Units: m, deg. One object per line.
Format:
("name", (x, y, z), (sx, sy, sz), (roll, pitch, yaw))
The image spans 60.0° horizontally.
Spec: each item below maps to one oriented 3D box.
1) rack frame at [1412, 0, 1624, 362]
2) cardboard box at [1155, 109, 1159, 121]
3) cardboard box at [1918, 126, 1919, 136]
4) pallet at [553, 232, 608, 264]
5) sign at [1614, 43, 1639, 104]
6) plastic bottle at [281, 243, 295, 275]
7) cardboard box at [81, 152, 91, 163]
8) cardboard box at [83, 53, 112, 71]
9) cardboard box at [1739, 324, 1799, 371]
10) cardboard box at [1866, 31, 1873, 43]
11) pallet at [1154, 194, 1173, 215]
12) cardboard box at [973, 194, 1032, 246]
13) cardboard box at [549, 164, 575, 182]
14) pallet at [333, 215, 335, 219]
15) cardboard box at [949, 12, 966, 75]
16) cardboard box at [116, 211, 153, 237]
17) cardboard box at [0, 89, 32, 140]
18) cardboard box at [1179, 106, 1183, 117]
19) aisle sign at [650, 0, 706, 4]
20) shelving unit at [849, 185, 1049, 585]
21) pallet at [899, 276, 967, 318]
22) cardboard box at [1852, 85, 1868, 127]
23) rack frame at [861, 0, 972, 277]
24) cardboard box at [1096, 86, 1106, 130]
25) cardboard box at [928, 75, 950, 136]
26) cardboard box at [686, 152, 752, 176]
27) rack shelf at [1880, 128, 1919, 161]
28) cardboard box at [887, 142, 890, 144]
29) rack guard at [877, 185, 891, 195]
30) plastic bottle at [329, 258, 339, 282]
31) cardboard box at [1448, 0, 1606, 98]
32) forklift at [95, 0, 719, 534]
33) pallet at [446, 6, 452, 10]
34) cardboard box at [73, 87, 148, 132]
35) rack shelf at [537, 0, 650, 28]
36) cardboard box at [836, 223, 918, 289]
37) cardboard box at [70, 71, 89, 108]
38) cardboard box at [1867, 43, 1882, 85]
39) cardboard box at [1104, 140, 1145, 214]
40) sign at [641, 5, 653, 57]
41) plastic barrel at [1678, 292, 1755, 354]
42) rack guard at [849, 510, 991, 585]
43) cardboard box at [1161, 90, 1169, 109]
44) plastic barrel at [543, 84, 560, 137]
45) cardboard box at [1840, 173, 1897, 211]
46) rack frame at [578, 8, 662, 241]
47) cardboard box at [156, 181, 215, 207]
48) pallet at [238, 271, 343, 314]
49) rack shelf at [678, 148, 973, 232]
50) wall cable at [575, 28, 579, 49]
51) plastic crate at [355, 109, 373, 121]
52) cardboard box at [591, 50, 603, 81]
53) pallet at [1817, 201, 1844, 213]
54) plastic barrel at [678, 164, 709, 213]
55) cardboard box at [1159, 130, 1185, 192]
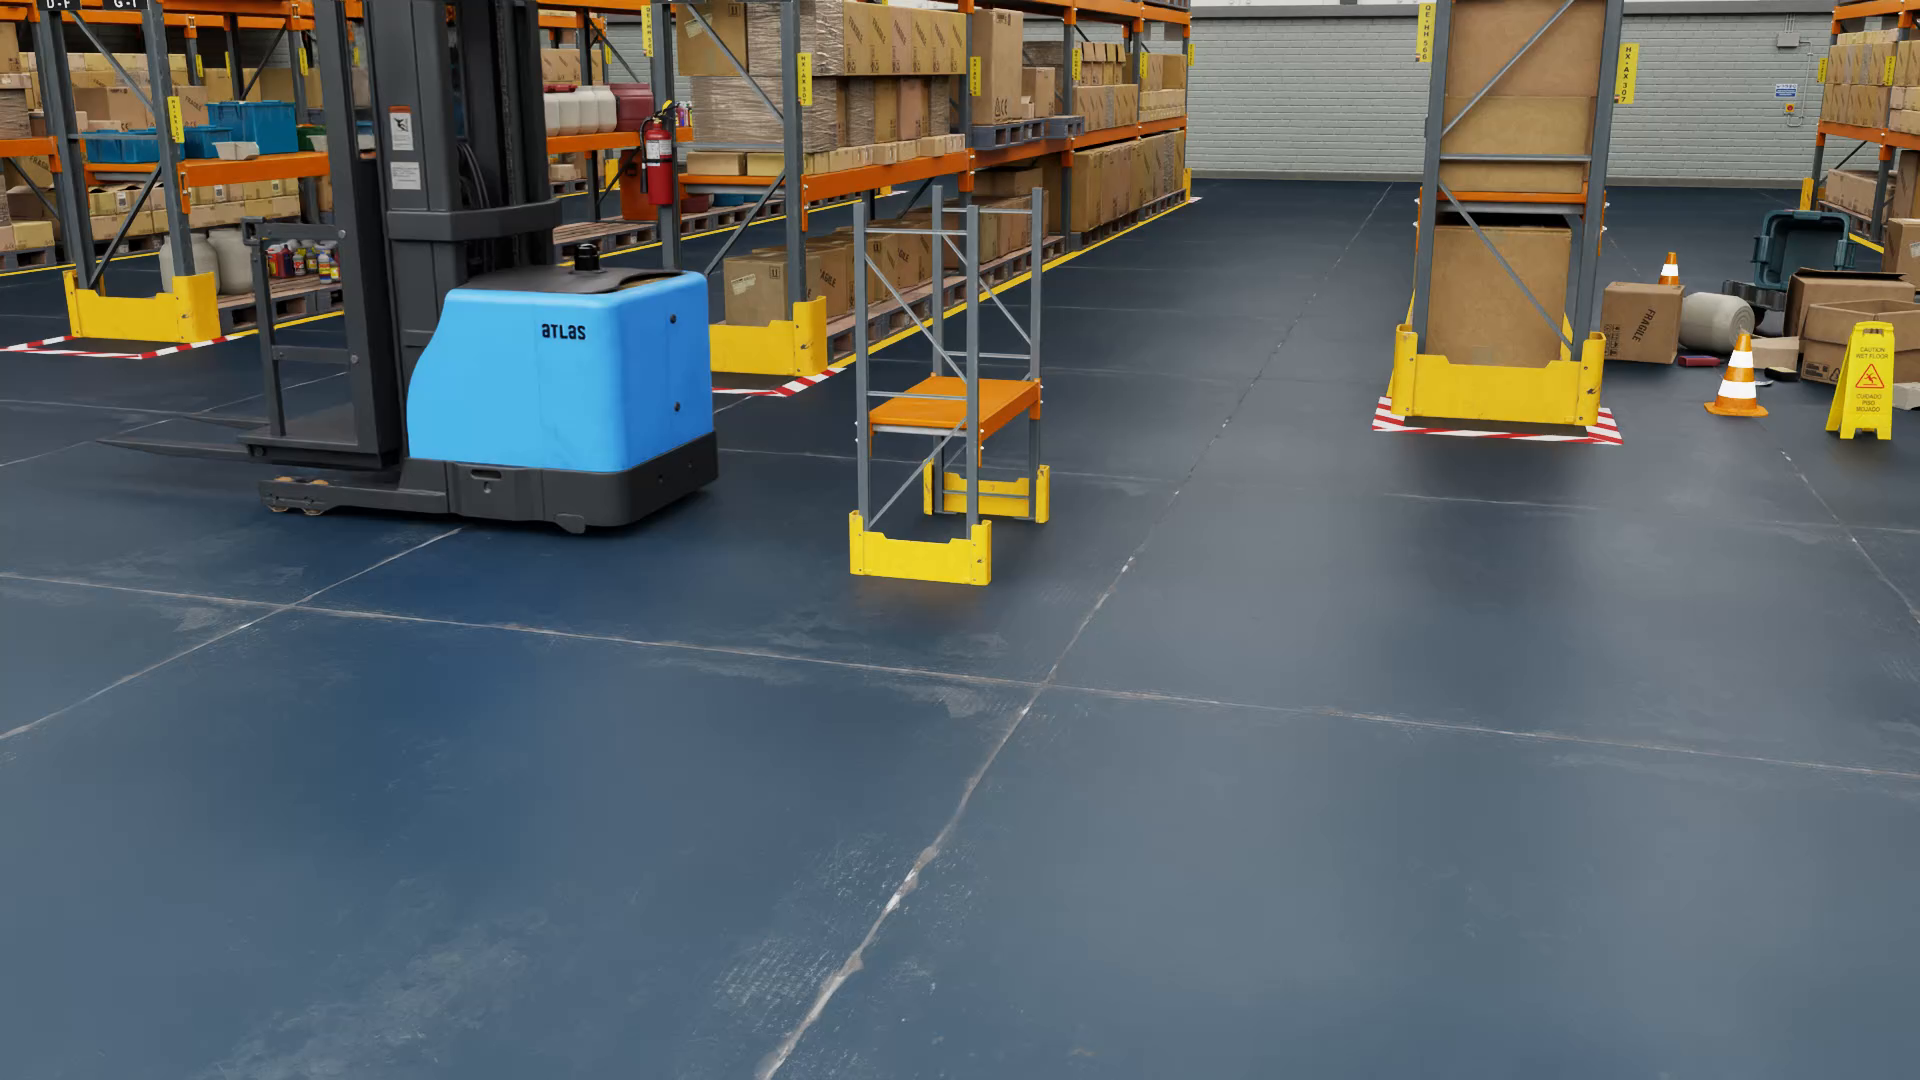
("rack frame", (3.198, -2.200, 9.587), (1.000, 3.000, 0.127), (5, 16, 16))
("cardboard box", (2.579, -5.955, 23.286), (0.380, 0.149, 0.250), (4, 16, 15))
("cardboard box", (10.547, -4.417, 17.678), (0.500, 0.250, 0.500), (4, 16, 15))
("pallet", (-4.610, -3.228, 18.325), (1.003, 0.211, 1.213), (5, 16, 16))
("sign", (3.728, -2.610, 9.301), (0.100, 0.325, 0.005), (5, 16, 16))
("plastic bottle", (-6.039, -2.511, 14.869), (0.152, 0.276, 0.135), (4, 16, 14))
("cardboard box", (-12.913, -5.435, 24.163), (0.750, 0.750, 0.750), (5, 16, 16))
("cardboard box", (-12.697, -6.922, 24.098), (0.500, 0.250, 0.500), (4, 16, 15))
("cardboard box", (5.612, -1.338, 11.561), (0.396, 0.266, 0.258), (8, 18, 25))
("cardboard box", (11.644, -6.323, 20.921), (0.380, 0.149, 0.250), (5, 16, 16))
("pallet", (2.517, -4.922, 24.295), (1.003, 0.211, 1.213), (5, 16, 16))
("cardboard box", (0.428, -3.390, 17.558), (0.700, 0.500, 0.500), (3, 16, 11))
("cardboard box", (-6.696, -6.047, 27.385), (0.500, 0.250, 0.500), (5, 16, 16))
("pallet", (-8.155, -4.642, 23.308), (1.003, 0.211, 1.213), (5, 16, 16))
("cardboard box", (-0.256, -4.190, 14.045), (0.500, 0.500, 0.500), (5, 16, 16))
("cardboard box", (-9.390, -3.526, 18.531), (0.500, 0.250, 0.500), (5, 17, 17))
("cardboard box", (-10.009, -4.358, 17.013), (0.700, 0.500, 0.500), (4, 16, 14))
("cardboard box", (3.160, -6.489, 25.170), (0.380, 0.149, 0.250), (5, 17, 16))
("aisle sign", (-1.834, -3.868, 10.707), (0.394, 0.787, 0.004), (5, 16, 16))
("shelving unit", (-0.022, -0.702, 7.054), (0.587, 1.500, 1.083), (5, 16, 16))
("pallet", (-0.549, -2.137, 14.478), (1.003, 0.211, 1.213), (5, 16, 16))
("cardboard box", (11.539, -5.439, 20.824), (0.500, 0.500, 0.500), (4, 16, 15))
("rack frame", (-0.392, -3.657, 14.726), (1.000, 3.000, 0.127), (5, 16, 16))
("cardboard box", (1.430, -5.127, 19.726), (0.500, 0.500, 0.500), (4, 16, 15))
("cardboard box", (-0.579, -3.735, 14.274), (0.875, 0.500, 0.500), (5, 16, 16))
("cardboard box", (-1.646, -2.580, 11.390), (0.380, 0.149, 0.250), (5, 16, 16))
("rack shelf", (10.814, -4.112, 17.649), (1.077, 0.370, 4.000), (5, 16, 16))
("cardboard box", (-0.756, -3.007, 12.893), (0.380, 0.149, 0.250), (5, 16, 16))
("rack guard", (-1.736, -5.986, 27.516), (1.175, 0.500, 0.348), (5, 16, 16))
("plastic bottle", (-5.434, -2.337, 14.395), (0.097, 0.201, 0.097), (0, 16, 0))
("cardboard box", (3.340, -2.885, 9.751), (0.875, 0.550, 0.550), (5, 16, 16))
("forklift", (-2.757, -1.653, 7.785), (3.031, 2.935, 1.130), (5, 17, 17))
("pallet", (-7.868, -7.707, 23.851), (1.213, 0.211, 1.003), (5, 16, 16))
("cardboard box", (-9.505, -4.812, 18.614), (0.500, 0.500, 0.500), (6, 17, 20))
("rack shelf", (-4.573, -5.662, 17.614), (1.077, 0.370, 4.000), (5, 16, 16))
("cardboard box", (-0.700, -2.405, 14.122), (0.500, 0.500, 0.500), (11, 19, 33))
("cardboard box", (-12.820, -6.430, 23.738), (0.500, 0.500, 0.500), (5, 16, 16))
("cardboard box", (11.404, -5.788, 20.222), (0.500, 0.500, 0.500), (4, 16, 15))
("cardboard box", (1.719, -4.761, 21.742), (1.225, 0.875, 0.875), (5, 16, 16))
("sign", (-2.055, -3.368, 11.006), (0.100, 0.325, 0.005), (5, 16, 16))
("plastic barrel", (5.483, -1.591, 12.163), (0.421, 0.421, 0.512), (-10, 19, -32))
("rack guard", (-0.163, 0.030, 6.766), (0.587, 0.250, 0.087), (5, 16, 16))
("cardboard box", (2.702, -6.318, 23.836), (0.500, 0.250, 0.500), (5, 16, 16))
("plastic barrel", (-4.450, -4.532, 17.561), (0.433, 0.535, 0.433), (0, 16, 0))
("cardboard box", (12.176, -4.577, 21.895), (0.875, 0.438, 0.875), (5, 17, 17))
("rack frame", (-4.004, -5.088, 19.770), (1.000, 3.000, 0.127), (5, 16, 16))
("cardboard box", (-9.097, -4.067, 19.411), (0.500, 0.311, 0.500), (5, 17, 17))
("pallet", (-5.717, -2.207, 14.724), (1.003, 0.211, 1.213), (5, 16, 16))
("rack shelf", (-0.961, -2.788, 12.980), (1.077, 0.370, 4.000), (5, 16, 16))
("wall cable", (-9.279, -10.793, 34.582), (3.097, 2.526, 0.112), (5, 16, 16))
("plastic crate", (-5.412, -3.884, 15.641), (0.767, 0.338, 0.504), (5, 16, 16))
("cardboard box", (-6.342, -7.957, 27.871), (0.500, 0.500, 0.500), (4, 16, 15))
("pallet", (12.367, -4.471, 22.707), (1.003, 0.211, 1.213), (5, 16, 16))
("plastic barrel", (-3.561, -4.554, 21.539), (0.600, 0.588, 0.708), (5, 16, 16))
("cardboard box", (2.913, -5.803, 25.415), (0.875, 0.875, 0.875), (5, 16, 16))
